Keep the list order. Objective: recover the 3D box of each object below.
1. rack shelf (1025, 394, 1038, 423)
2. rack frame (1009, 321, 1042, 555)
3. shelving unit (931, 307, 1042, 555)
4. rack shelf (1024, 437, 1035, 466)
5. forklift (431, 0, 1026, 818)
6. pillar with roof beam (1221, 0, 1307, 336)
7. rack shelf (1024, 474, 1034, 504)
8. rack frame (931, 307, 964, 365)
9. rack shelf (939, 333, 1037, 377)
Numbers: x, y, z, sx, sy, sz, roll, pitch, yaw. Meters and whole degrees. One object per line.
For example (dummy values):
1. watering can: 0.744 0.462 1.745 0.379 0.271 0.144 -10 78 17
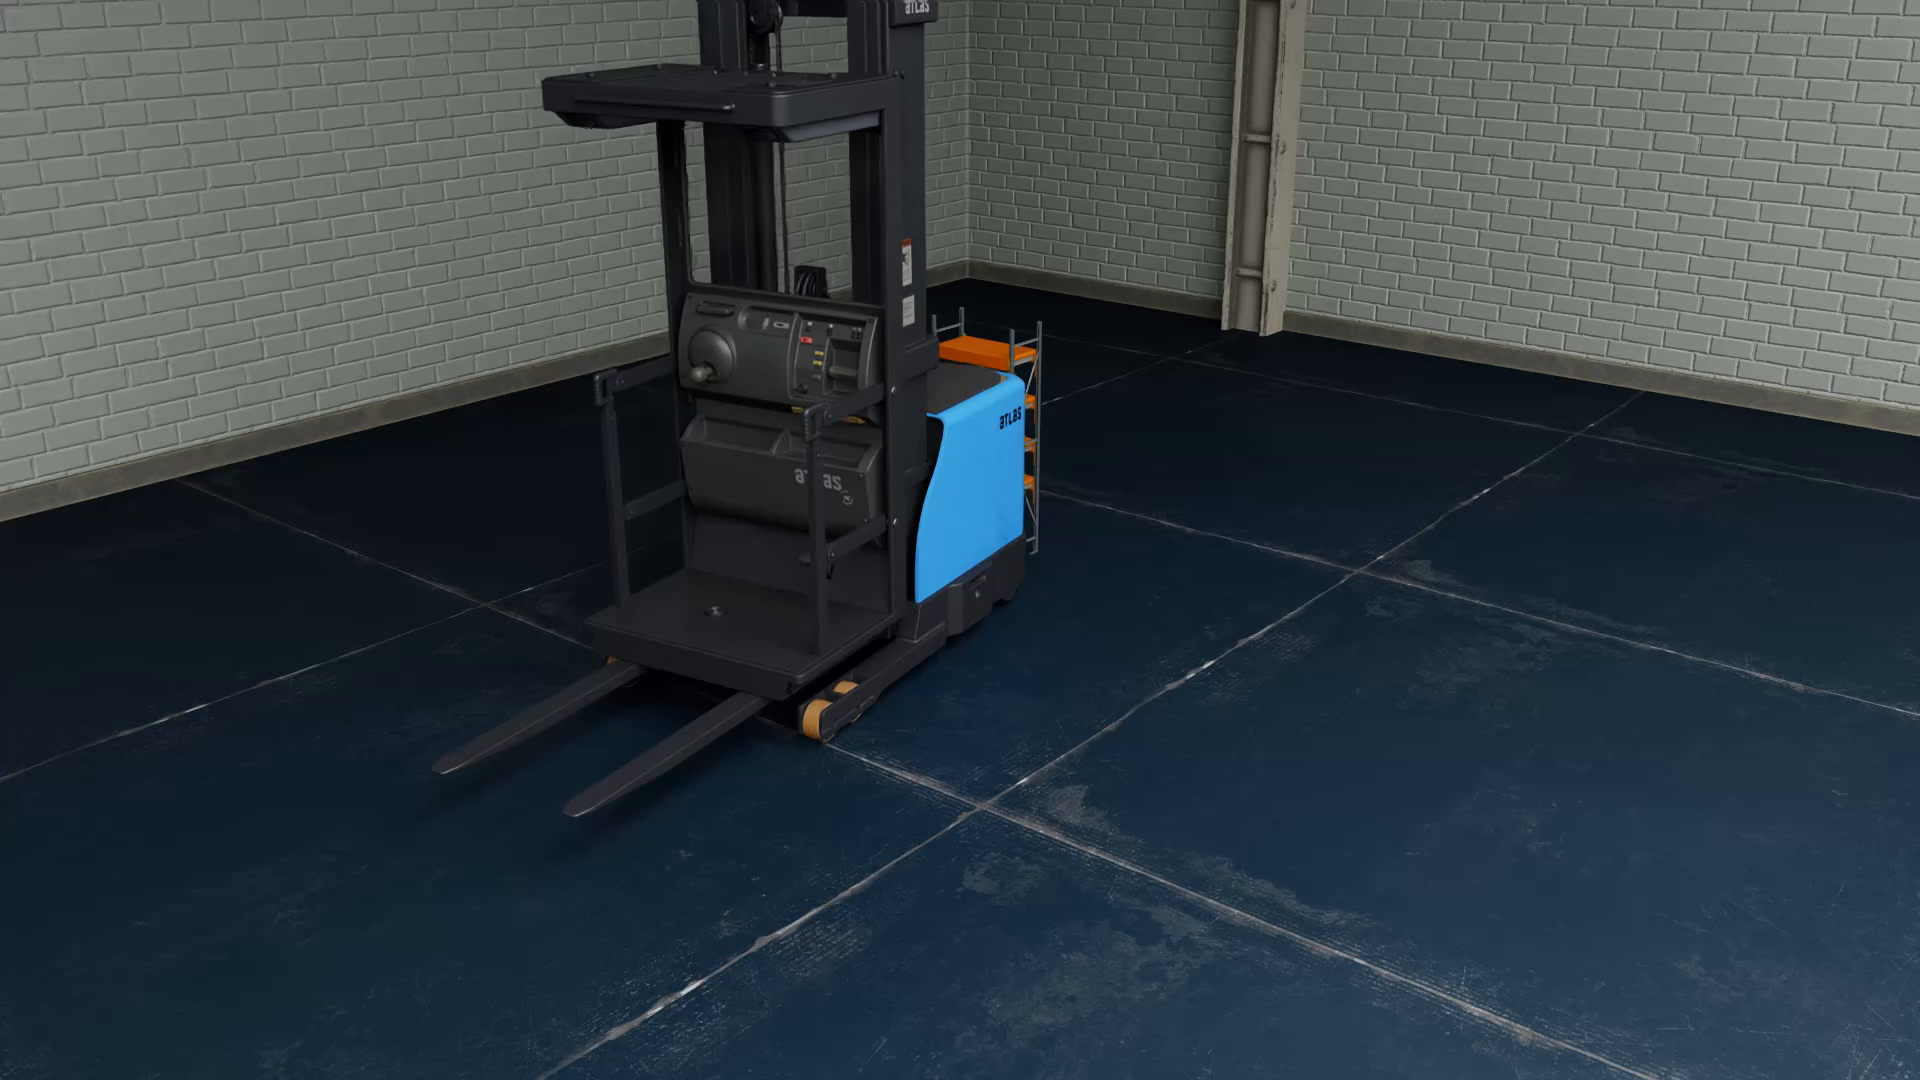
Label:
1. rack shelf: 0.128 -0.671 8.303 0.480 0.148 0.258 16 26 36
2. rack frame: 0.317 -0.470 8.214 0.015 1.200 0.240 16 26 36
3. shelving unit: 0.128 -0.524 8.359 0.503 1.200 0.258 16 26 36
4. rack shelf: 0.128 -0.462 8.382 0.480 0.148 0.258 16 26 36
5. forklift: -0.843 -0.758 6.525 1.130 2.935 3.031 11 23 27
6. pillar with roof beam: -0.427 -4.690 8.352 0.400 9.000 9.100 16 26 36
7. rack shelf: 0.128 -0.276 8.452 0.480 0.148 0.258 16 26 36
8. rack frame: -0.061 -0.579 8.503 0.015 1.200 0.240 16 26 36
9. rack shelf: 0.128 -0.892 8.220 0.480 0.148 0.258 16 26 36
